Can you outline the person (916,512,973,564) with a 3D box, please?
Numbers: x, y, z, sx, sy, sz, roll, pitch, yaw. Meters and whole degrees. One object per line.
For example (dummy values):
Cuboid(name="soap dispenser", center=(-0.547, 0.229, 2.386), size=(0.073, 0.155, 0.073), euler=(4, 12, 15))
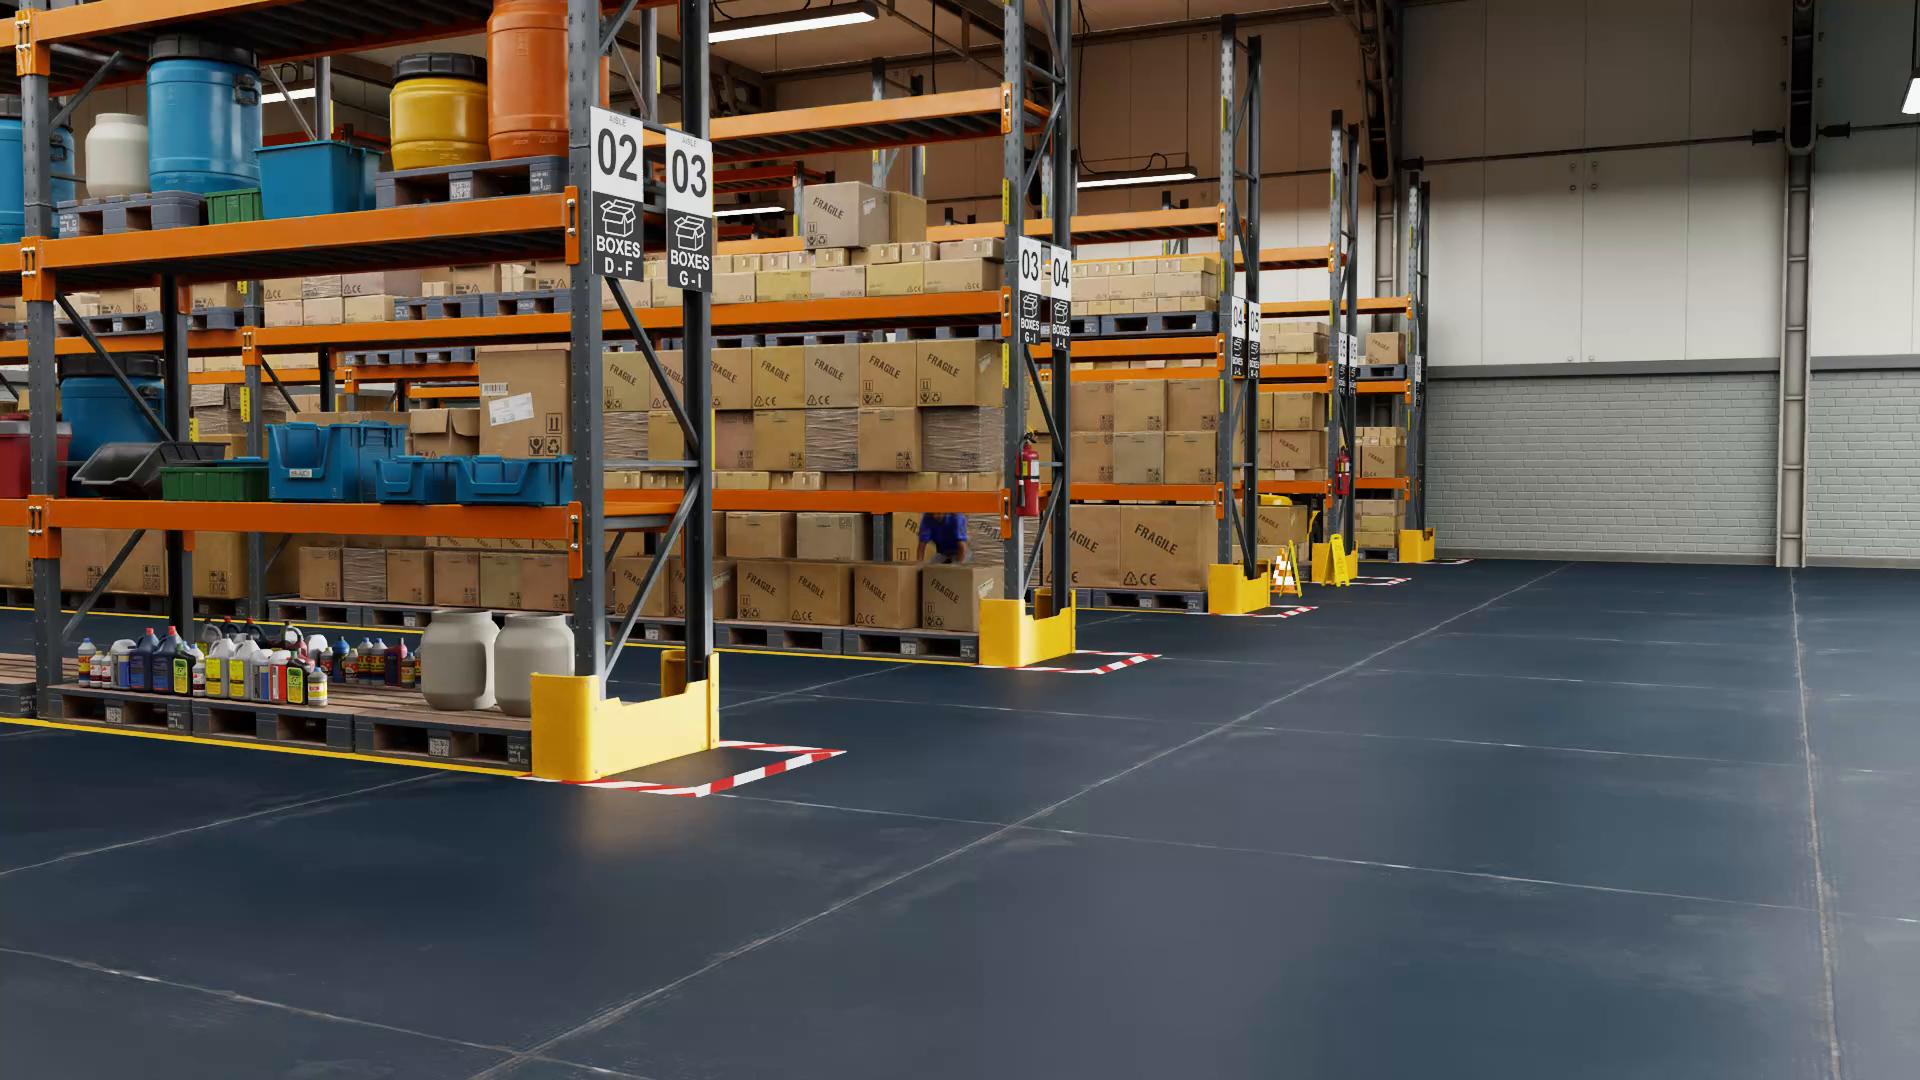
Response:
Cuboid(name="person", center=(-0.114, 0.173, 15.108), size=(0.498, 1.185, 0.697), euler=(1, 3, 26))
